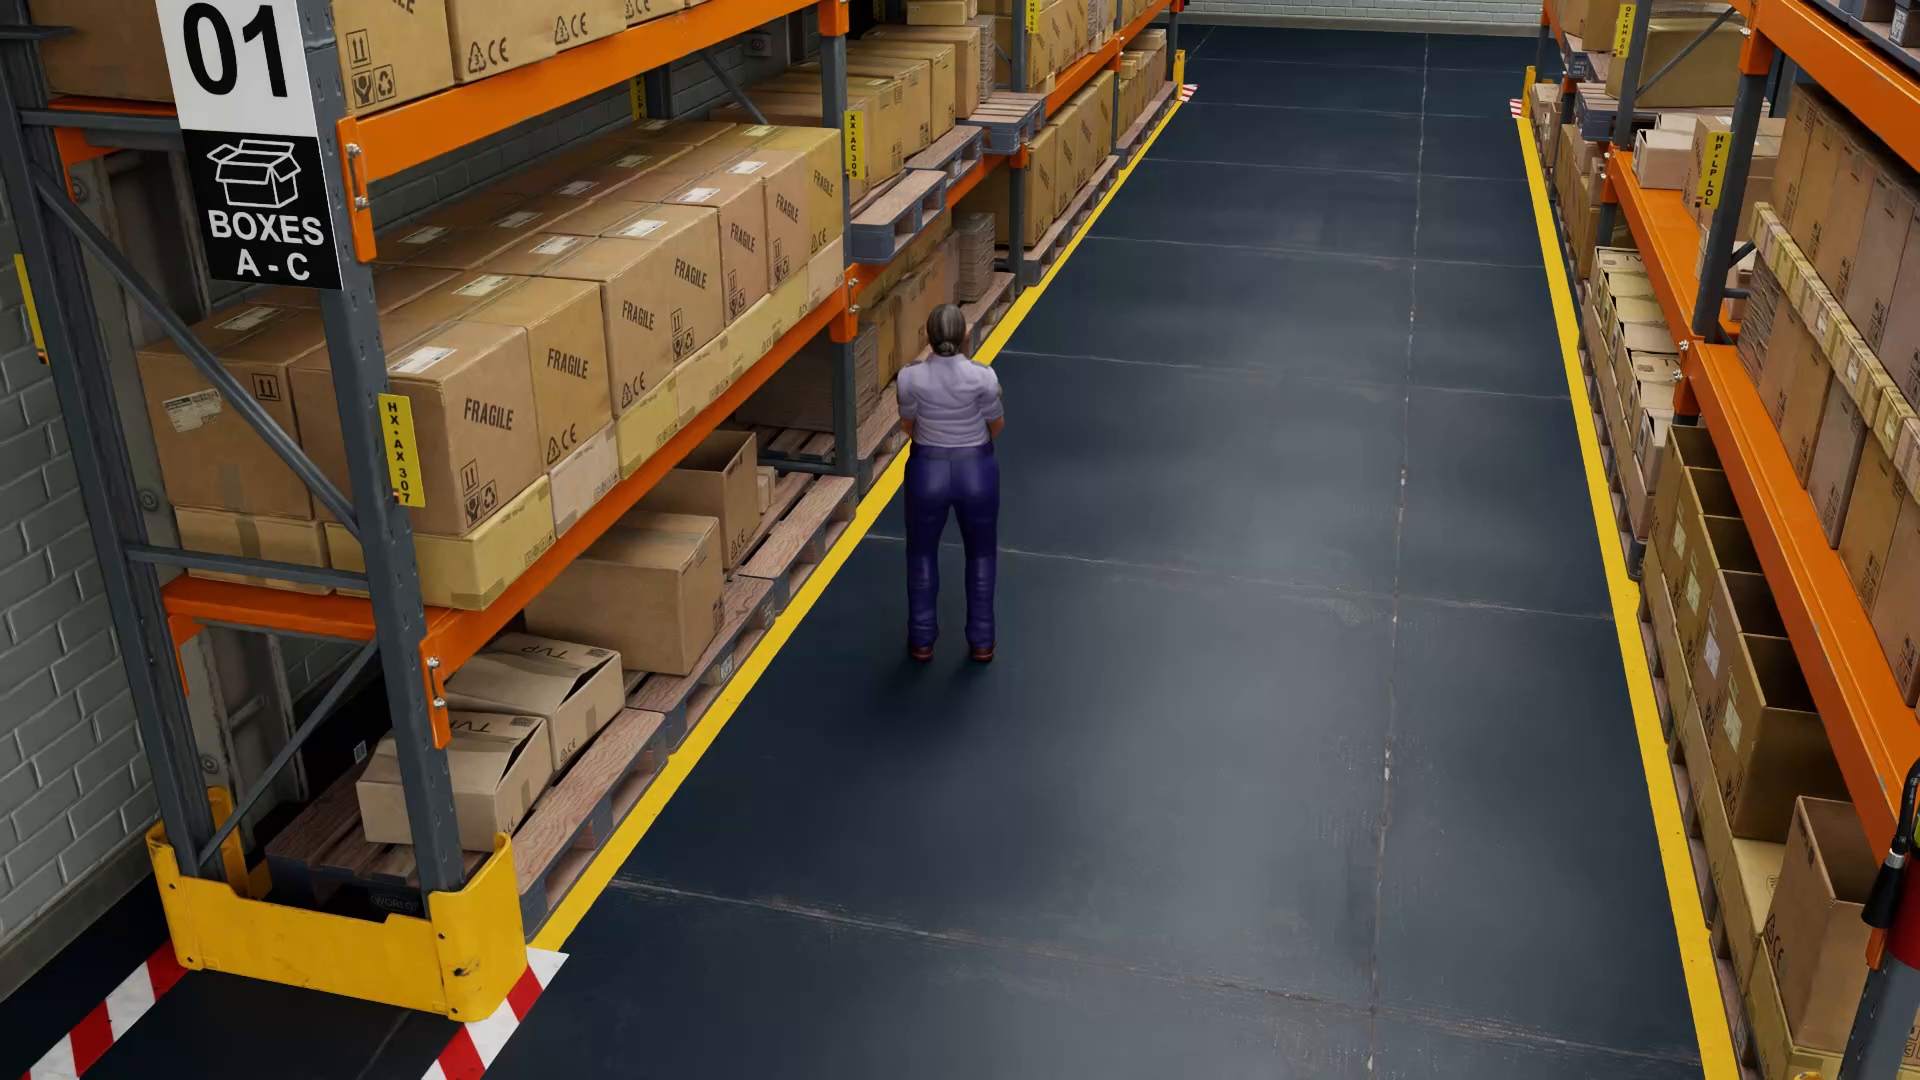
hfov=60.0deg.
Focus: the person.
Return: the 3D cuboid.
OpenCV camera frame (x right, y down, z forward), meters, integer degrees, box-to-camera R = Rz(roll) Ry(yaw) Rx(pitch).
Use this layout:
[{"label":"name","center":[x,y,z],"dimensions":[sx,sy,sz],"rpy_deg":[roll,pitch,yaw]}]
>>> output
[{"label":"person","center":[-0.033,-0.309,7.207],"dimensions":[0.441,1.569,0.513],"rpy_deg":[1,25,1]}]
